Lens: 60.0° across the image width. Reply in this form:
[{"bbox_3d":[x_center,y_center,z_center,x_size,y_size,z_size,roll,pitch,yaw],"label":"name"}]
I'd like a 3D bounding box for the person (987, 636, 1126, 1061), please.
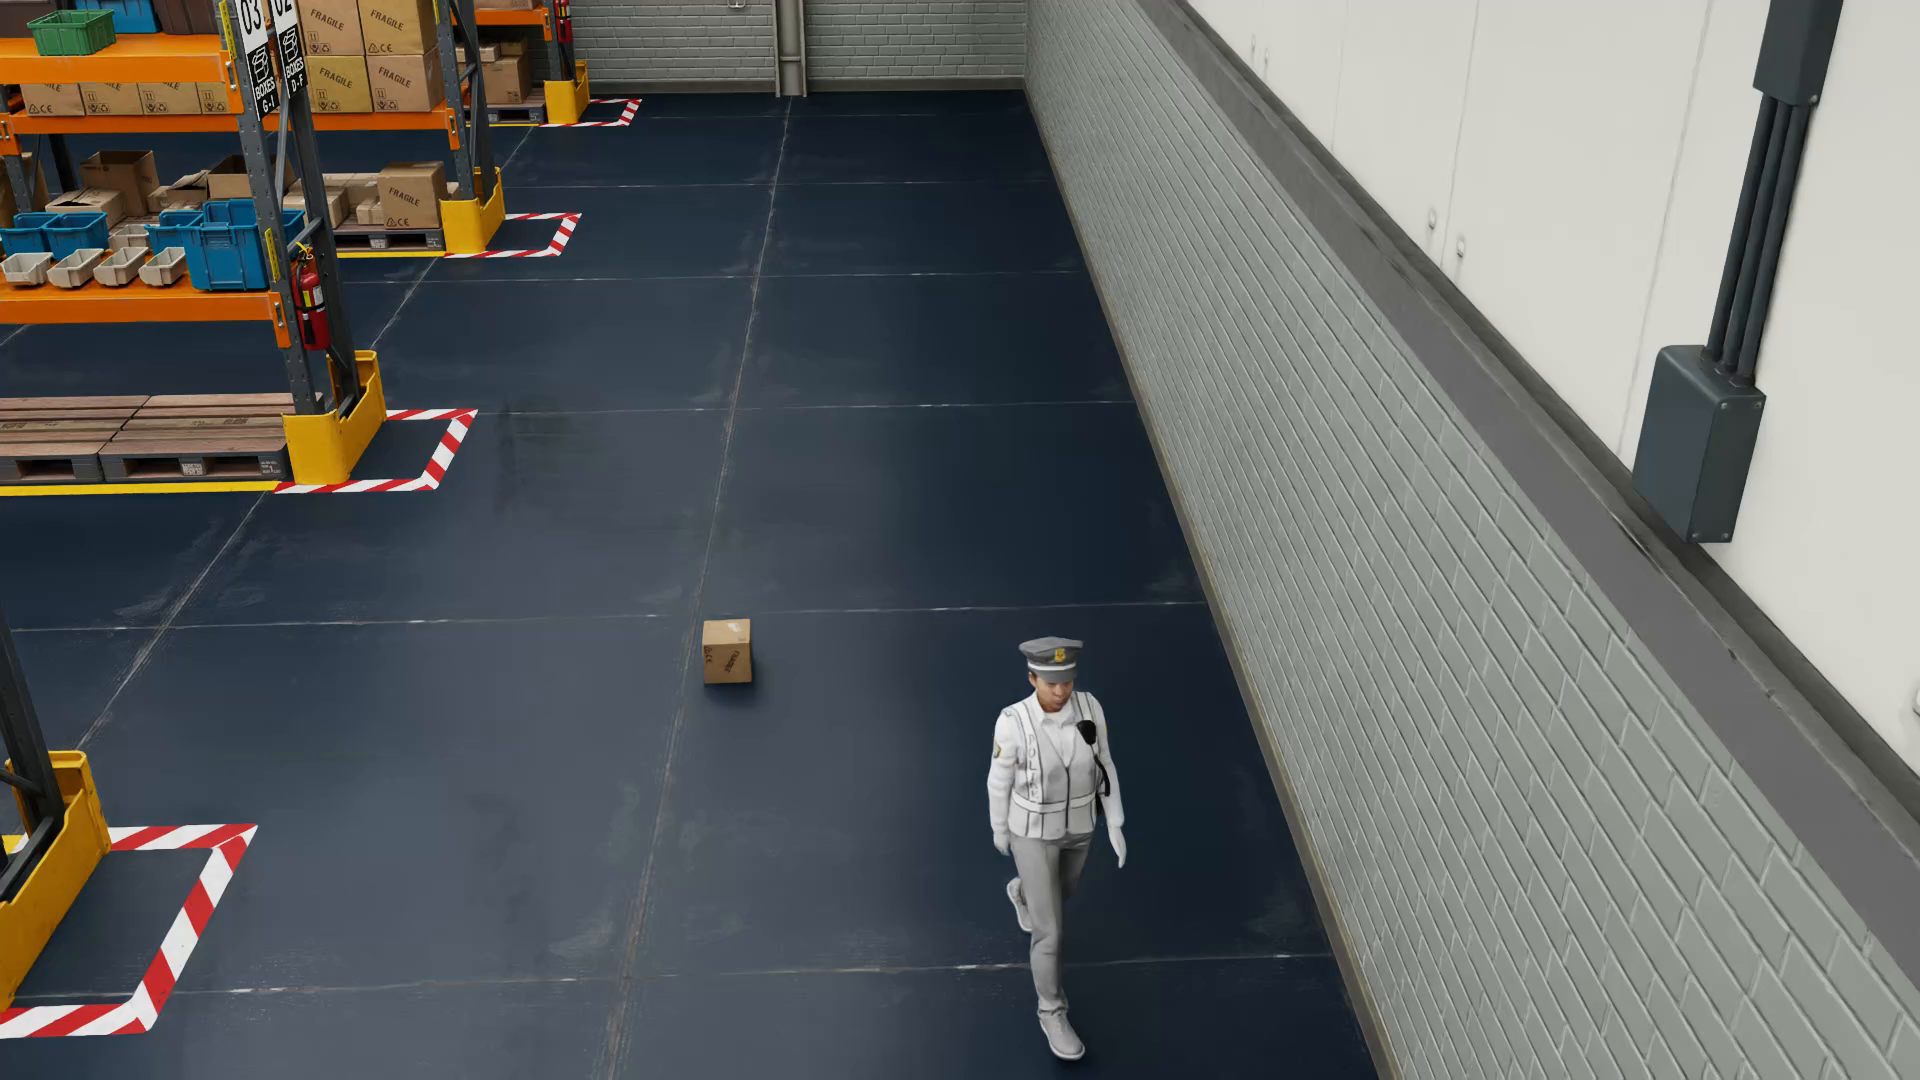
[{"bbox_3d":[0.376,1.100,6.490,0.491,1.643,0.922,-11,30,-20],"label":"person"}]
